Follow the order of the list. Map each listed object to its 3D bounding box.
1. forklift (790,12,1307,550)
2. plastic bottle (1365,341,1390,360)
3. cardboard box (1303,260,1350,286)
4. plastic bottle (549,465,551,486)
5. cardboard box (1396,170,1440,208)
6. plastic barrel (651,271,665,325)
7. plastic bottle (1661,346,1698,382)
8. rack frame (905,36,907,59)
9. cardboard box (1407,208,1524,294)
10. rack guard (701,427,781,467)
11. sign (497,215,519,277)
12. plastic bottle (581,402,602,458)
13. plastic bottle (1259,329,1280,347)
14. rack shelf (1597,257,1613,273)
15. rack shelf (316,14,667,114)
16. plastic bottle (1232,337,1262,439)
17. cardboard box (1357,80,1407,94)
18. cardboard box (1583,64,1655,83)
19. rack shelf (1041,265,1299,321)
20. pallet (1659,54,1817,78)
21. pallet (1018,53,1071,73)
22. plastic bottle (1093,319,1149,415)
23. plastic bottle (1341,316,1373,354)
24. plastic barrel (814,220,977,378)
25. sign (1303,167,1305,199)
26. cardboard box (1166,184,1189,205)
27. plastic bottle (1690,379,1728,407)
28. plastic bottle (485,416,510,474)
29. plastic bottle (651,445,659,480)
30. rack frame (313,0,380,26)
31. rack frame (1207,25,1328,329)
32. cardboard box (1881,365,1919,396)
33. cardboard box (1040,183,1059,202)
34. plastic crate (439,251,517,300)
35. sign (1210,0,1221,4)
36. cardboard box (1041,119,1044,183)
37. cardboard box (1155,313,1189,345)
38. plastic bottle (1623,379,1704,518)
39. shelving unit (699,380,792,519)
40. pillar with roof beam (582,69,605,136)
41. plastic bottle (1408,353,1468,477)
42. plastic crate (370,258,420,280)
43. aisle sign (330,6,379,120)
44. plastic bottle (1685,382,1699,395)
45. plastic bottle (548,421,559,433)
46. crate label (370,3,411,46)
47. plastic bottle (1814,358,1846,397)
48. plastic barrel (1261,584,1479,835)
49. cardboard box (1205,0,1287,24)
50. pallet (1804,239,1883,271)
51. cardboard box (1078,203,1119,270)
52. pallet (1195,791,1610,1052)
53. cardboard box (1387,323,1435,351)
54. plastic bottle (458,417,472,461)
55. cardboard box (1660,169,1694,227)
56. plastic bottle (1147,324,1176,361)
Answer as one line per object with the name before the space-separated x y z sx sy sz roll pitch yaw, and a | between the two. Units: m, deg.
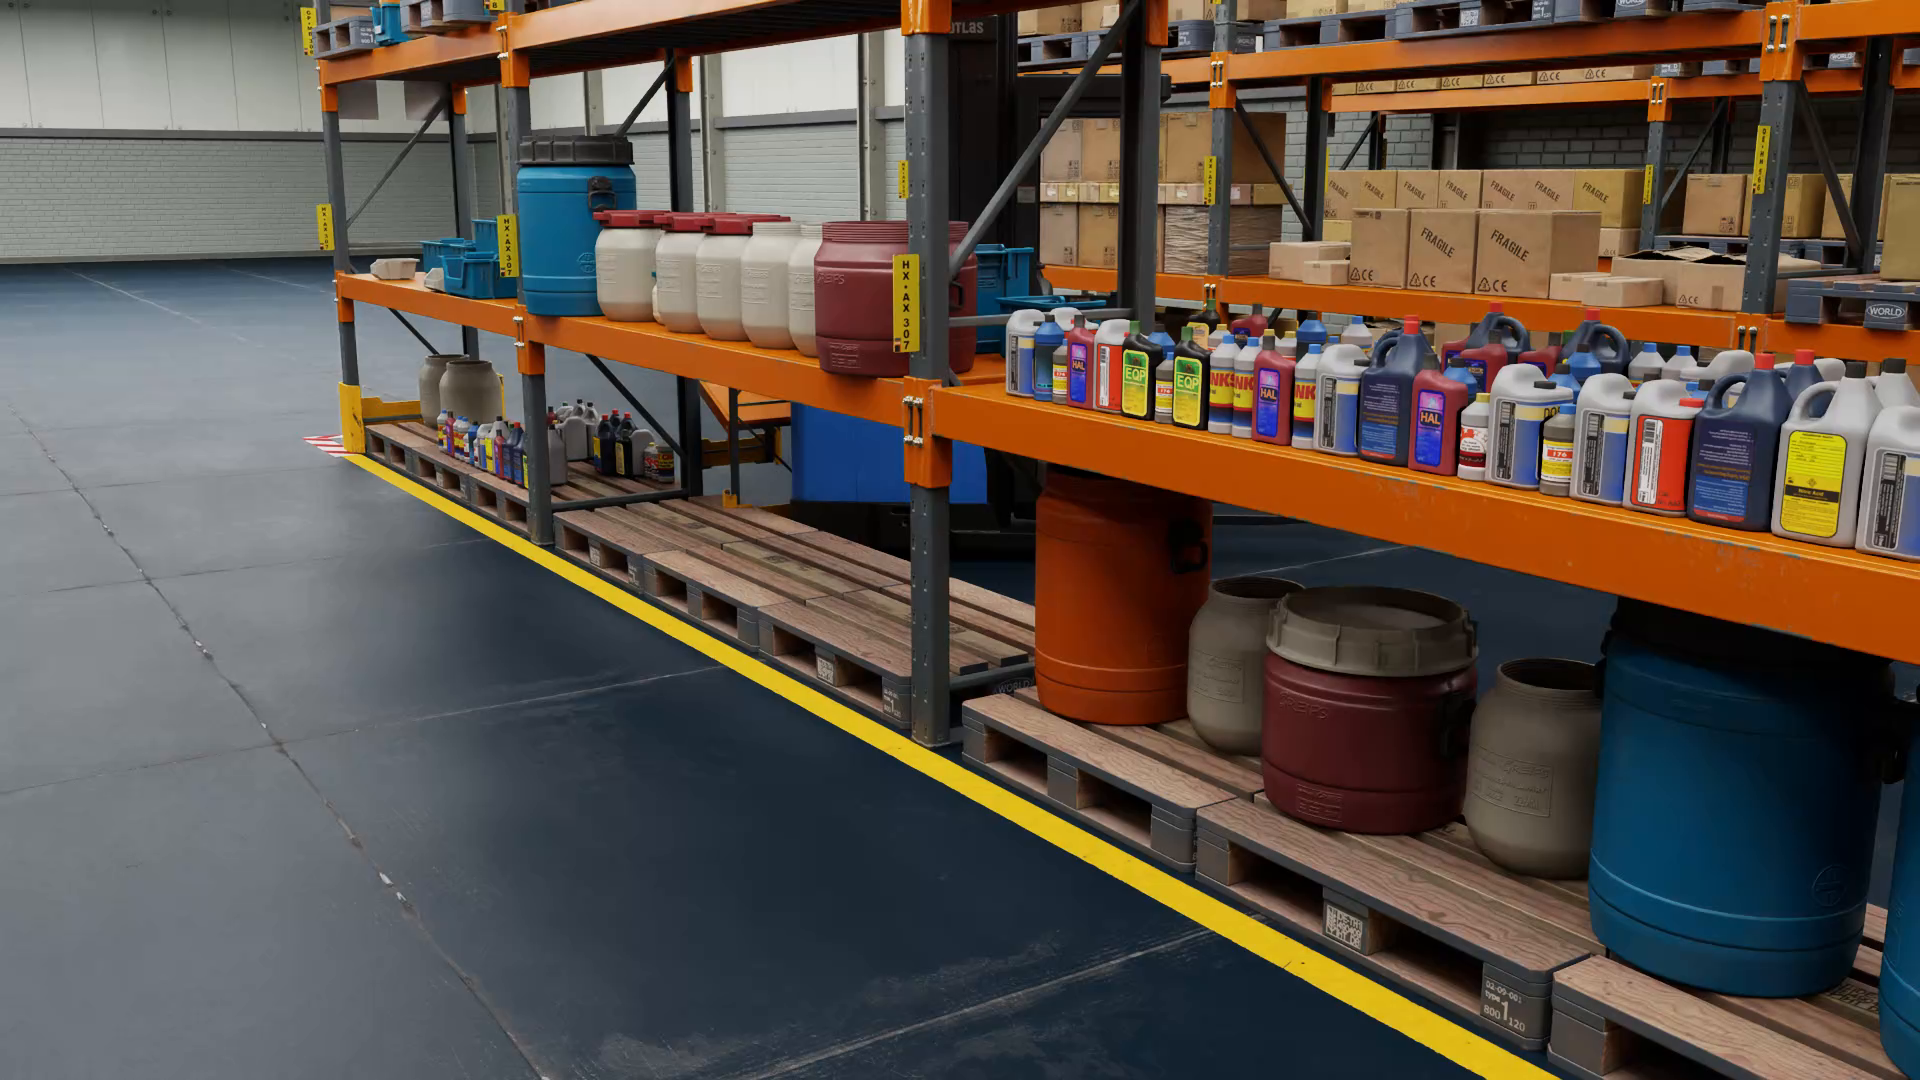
forklift | 0.624 -1.424 9.011 3.031 2.935 1.130 1 12 3
plastic bottle | 1.299 -0.515 5.160 0.097 0.201 0.097 0 12 0
cardboard box | 2.504 -1.776 11.051 0.380 0.149 0.250 -8 15 -33
plastic bottle | -2.403 -0.371 9.556 0.097 0.201 0.097 0 12 0
cardboard box | 4.649 -3.380 16.345 0.500 0.500 0.500 -9 15 -35
plastic barrel | -1.337 -1.174 8.033 0.301 0.262 0.301 0 12 0
plastic bottle | 1.867 -0.367 4.318 0.097 0.271 0.097 0 12 0
rack frame | -0.033 -5.723 14.468 1.000 3.000 0.127 -8 15 -33
cardboard box | 3.164 -1.808 10.376 0.500 0.500 0.500 -8 15 -33
rack guard | -1.385 -0.566 10.174 0.587 0.250 0.087 -7 25 -20
sign | -2.407 -1.567 8.859 0.100 0.325 0.005 -8 15 -33
plastic bottle | -2.385 -0.718 10.794 0.144 0.351 0.185 -8 15 -33
plastic bottle | 1.029 -0.602 5.556 0.097 0.201 0.097 0 12 0
rack shelf | 5.196 -2.672 16.243 1.077 0.370 4.000 -8 15 -33
rack shelf | -3.051 -2.965 10.560 1.077 0.370 4.000 -8 15 -33
plastic bottle | 0.797 -0.417 4.550 0.097 0.271 0.097 0 12 0
cardboard box | 4.333 -4.714 16.596 0.500 0.500 0.500 -7 14 -29
cardboard box | 5.818 -4.253 14.485 0.500 0.500 0.500 -8 14 -31
rack shelf | 1.075 -2.085 13.559 1.077 0.370 4.000 -8 15 -33
pallet | 6.558 -3.919 13.680 1.213 0.211 1.003 -8 15 -33
pallet | 0.337 -4.086 14.208 1.003 0.211 1.213 -8 15 -33
plastic bottle | 0.500 -0.526 5.034 0.152 0.276 0.135 -8 15 -33
plastic bottle | 1.245 -0.566 5.232 0.097 0.271 0.097 0 12 0
plastic barrel | -0.236 -0.897 6.123 0.600 0.536 0.708 -8 15 -33
sign | 3.637 -3.738 17.406 0.100 0.325 0.005 -8 15 -33
cardboard box | 1.718 -2.514 12.083 0.380 0.149 0.250 -8 15 -34
plastic bottle | 1.614 -0.214 3.620 0.097 0.271 0.097 0 12 0
plastic bottle | -2.825 -0.588 10.200 0.144 0.351 0.185 -8 15 -33
plastic bottle | -1.811 -0.470 10.008 0.097 0.201 0.097 0 12 0
rack frame | -4.159 -5.137 11.790 1.000 3.000 0.127 -8 15 -33
rack frame | 2.183 -2.081 11.855 1.000 3.000 0.127 -8 15 -33
cardboard box | 7.591 -1.262 12.935 0.700 0.500 0.500 -8 15 -33
cardboard box | 0.856 -2.789 13.342 0.380 0.149 0.250 -8 15 -32
plastic crate | -2.782 -1.587 9.946 0.499 0.251 0.616 -8 15 -33
sign | 1.722 -3.771 11.170 0.100 0.325 0.005 -8 15 -33
cardboard box | 0.820 -3.198 13.695 0.700 0.500 0.500 -8 15 -33
cardboard box | 1.477 -1.456 12.696 0.500 0.500 0.500 -8 15 -33
plastic bottle | 1.520 -0.198 3.537 0.152 0.276 0.135 -8 15 -33
shelving unit | -1.189 -0.944 9.497 0.587 1.500 1.083 -7 25 -20
pillar with roof beam | -11.685 -10.047 34.239 9.100 9.000 0.400 -8 15 -33
plastic bottle | 1.151 -0.303 3.998 0.061 0.283 0.133 -8 15 -33
plastic crate | -3.931 -1.880 11.557 0.298 0.136 0.250 -8 15 -33
aisle sign | -4.443 -3.455 12.053 0.394 0.787 0.004 -8 15 -33
plastic bottle | 1.815 -0.291 4.134 0.097 0.201 0.097 0 12 0
plastic bottle | -2.676 -0.689 11.011 0.097 0.201 0.097 0 12 0
crate label | -3.397 -3.227 10.425 0.502 0.251 0.408 -8 15 -33
plastic bottle | 2.037 -0.304 4.020 0.152 0.276 0.135 -8 15 -33
plastic barrel | 1.184 0.475 4.830 0.600 0.588 0.708 -8 15 -33
cardboard box | 2.123 -3.989 12.017 0.500 0.500 0.500 -7 14 -28
pallet | 7.390 -2.210 12.895 1.003 0.211 1.213 -8 15 -33
cardboard box | 1.359 -2.391 13.038 0.700 0.500 0.500 -8 15 -32
pallet | 1.417 0.931 4.612 1.003 0.211 1.213 -8 15 -33
cardboard box | 4.713 -2.045 16.958 0.500 0.311 0.500 -7 14 -28
plastic bottle | -3.169 -0.651 10.672 0.097 0.271 0.097 0 12 0
cardboard box | 6.218 -3.079 14.969 0.500 0.500 0.500 -9 15 -34
plastic bottle | 0.592 -0.507 4.959 0.097 0.271 0.097 0 12 0
